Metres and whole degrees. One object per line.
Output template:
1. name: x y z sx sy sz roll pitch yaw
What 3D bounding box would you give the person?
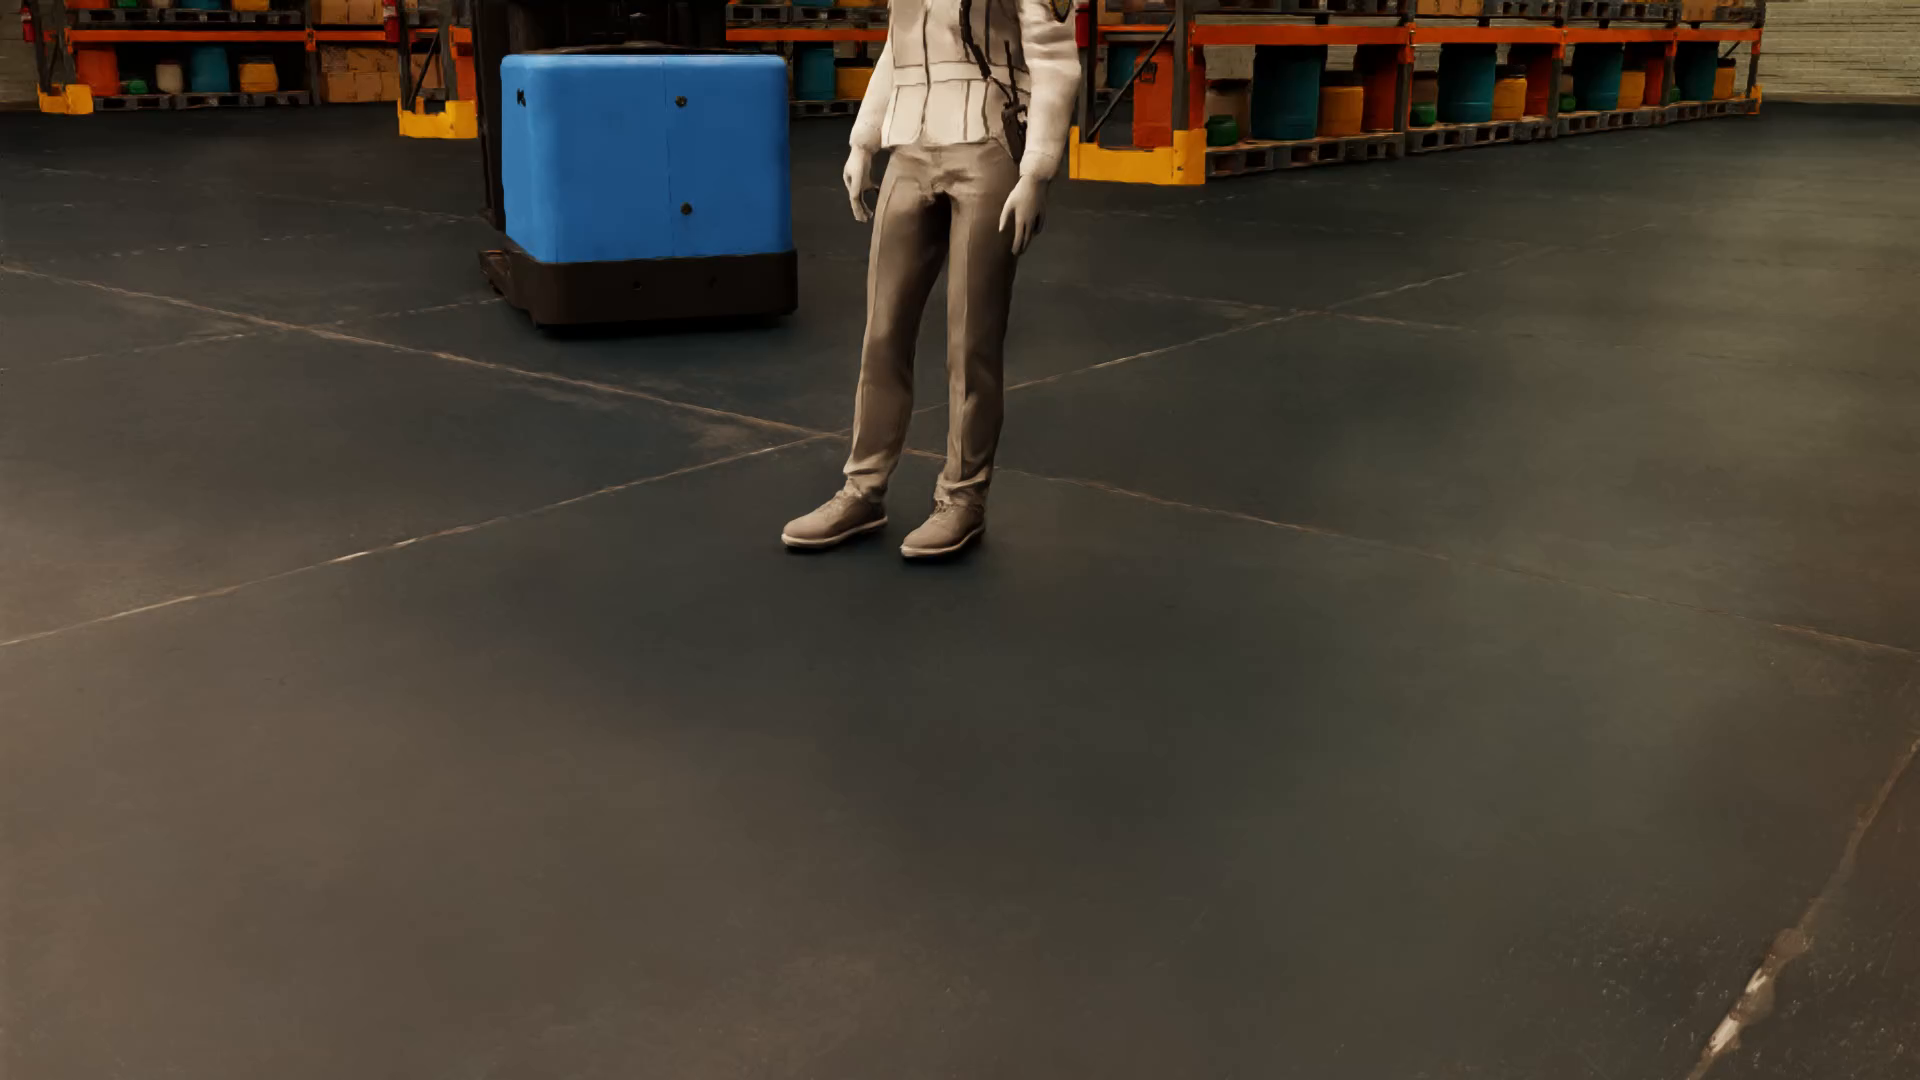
1. person: -0.049 -0.804 3.648 0.586 1.695 0.532 13 21 37

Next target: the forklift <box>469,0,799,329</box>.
1. forklift: -1.678 -2.622 7.531 1.130 2.935 3.031 -7 18 -21
